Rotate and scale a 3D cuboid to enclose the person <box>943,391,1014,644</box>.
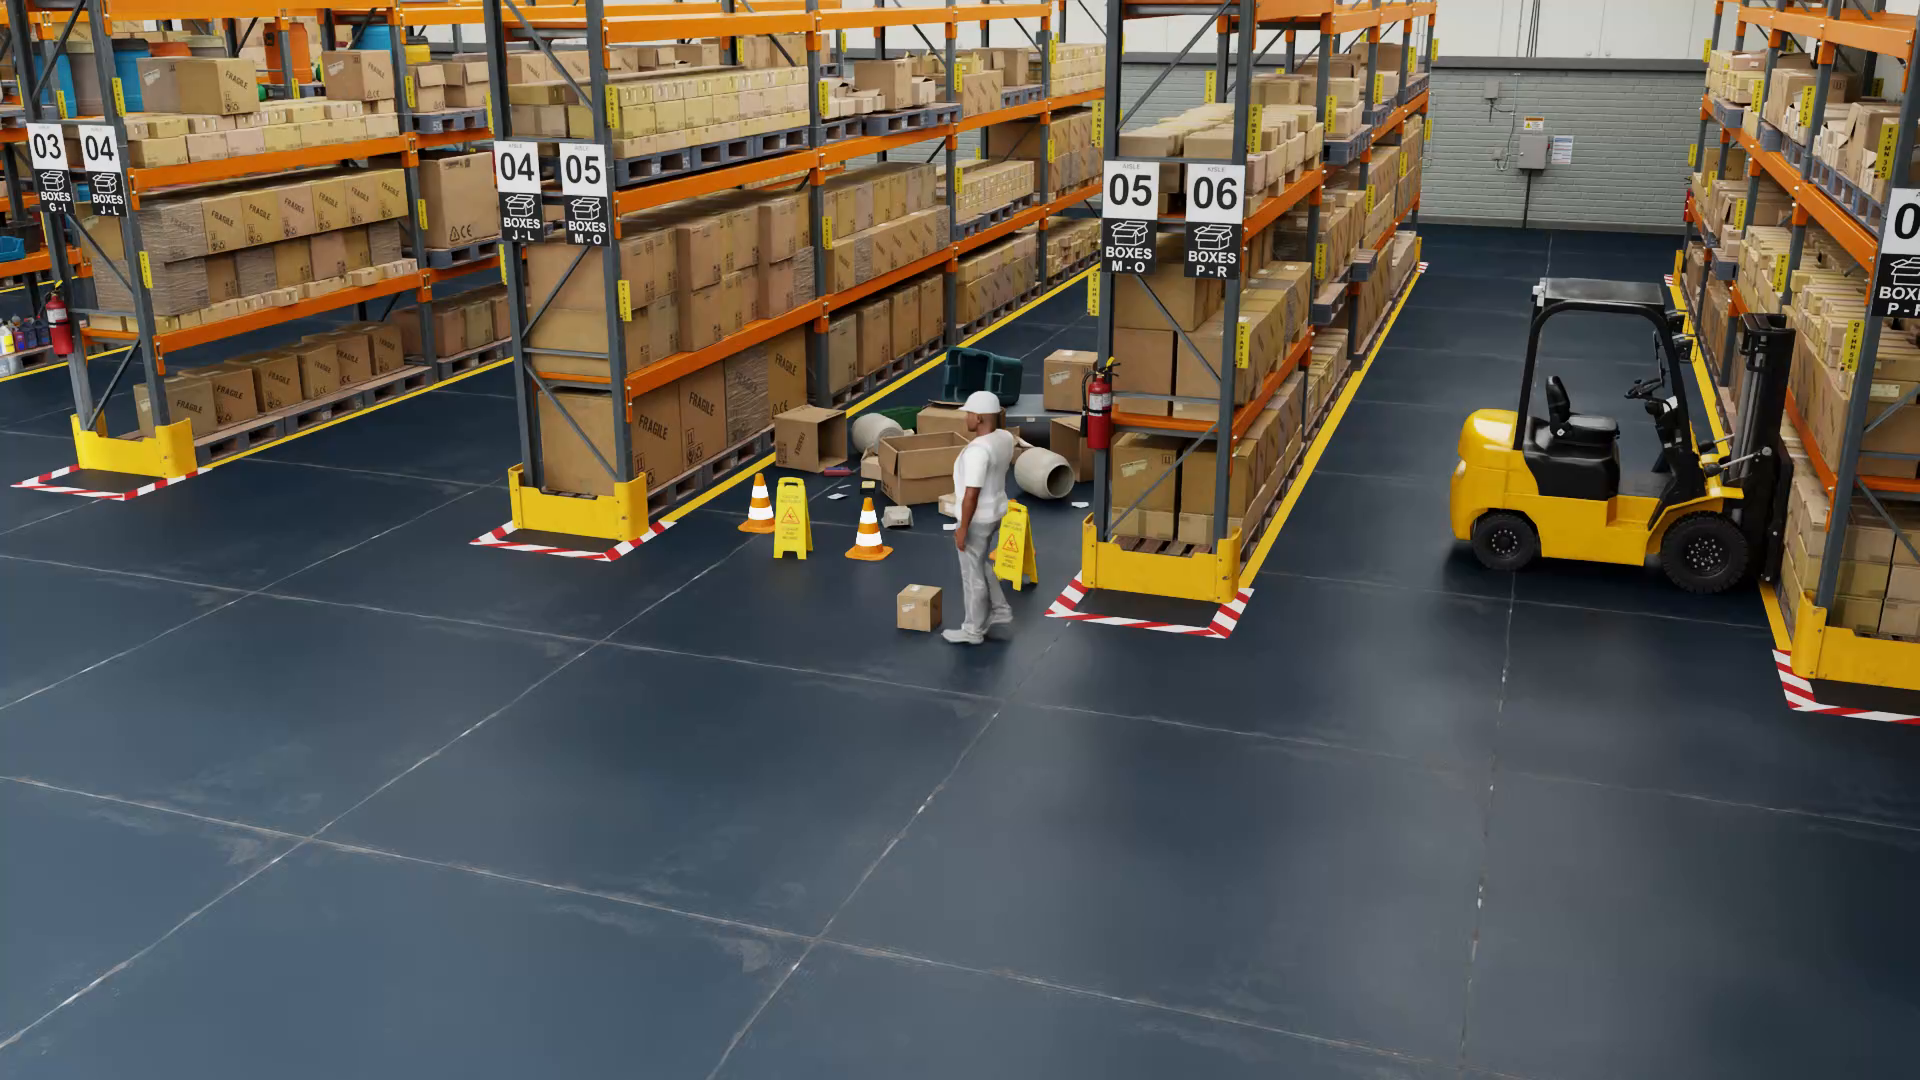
[{"bbox_3d":[0.134,-0.159,11.454,0.451,1.770,0.593,9,20,24],"label":"person"}]
